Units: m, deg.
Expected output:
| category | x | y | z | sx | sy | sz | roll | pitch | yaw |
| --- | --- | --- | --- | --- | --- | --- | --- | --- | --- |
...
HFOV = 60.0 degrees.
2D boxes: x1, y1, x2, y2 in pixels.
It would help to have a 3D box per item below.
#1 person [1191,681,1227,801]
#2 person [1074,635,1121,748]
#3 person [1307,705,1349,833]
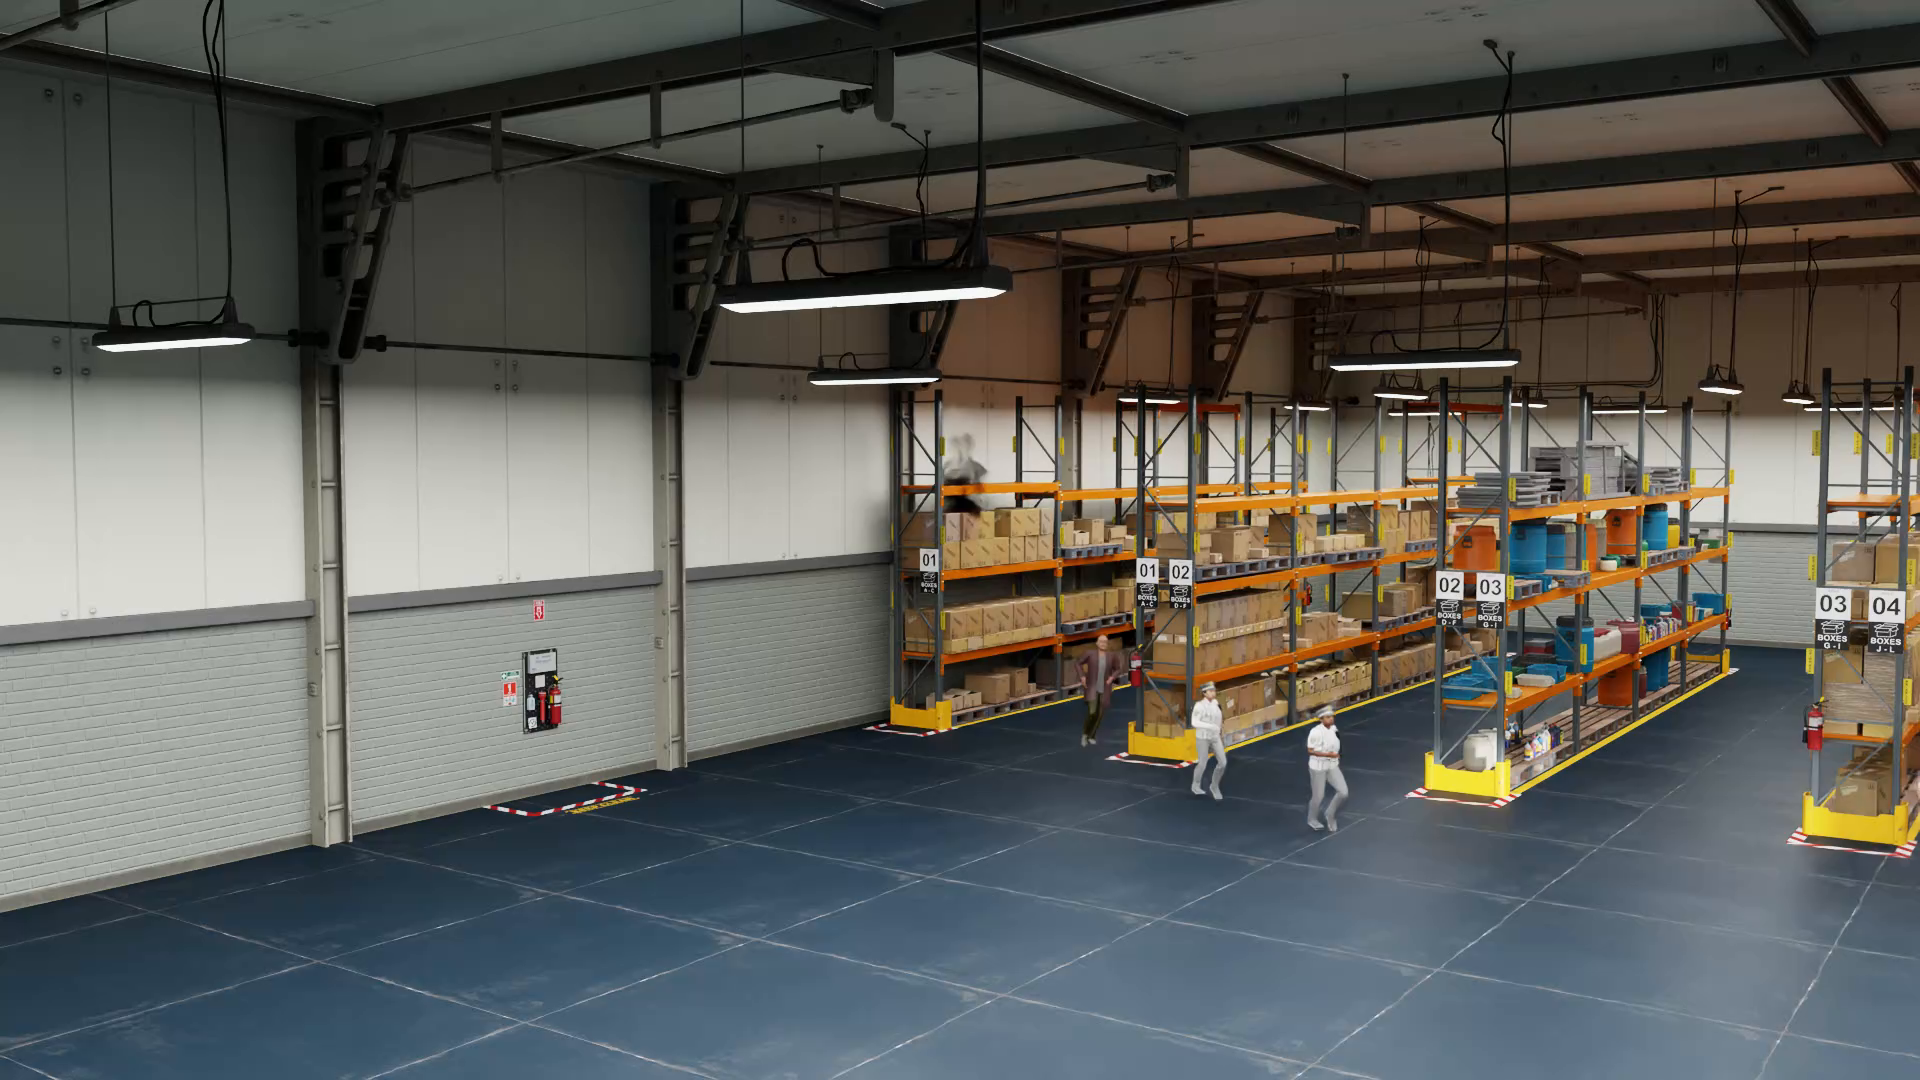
| category | x | y | z | sx | sy | sz | roll | pitch | yaw |
| --- | --- | --- | --- | --- | --- | --- | --- | --- | --- |
| person | 3.518 | 2.840 | 23.536 | 0.605 | 1.722 | 0.703 | -2 | 4 | -26 |
| person | 2.188 | 2.385 | 26.164 | 0.726 | 1.780 | 0.590 | 0 | 3 | -8 |
| person | 4.713 | 2.953 | 21.474 | 0.566 | 1.675 | 0.686 | -1 | 4 | -24 |
